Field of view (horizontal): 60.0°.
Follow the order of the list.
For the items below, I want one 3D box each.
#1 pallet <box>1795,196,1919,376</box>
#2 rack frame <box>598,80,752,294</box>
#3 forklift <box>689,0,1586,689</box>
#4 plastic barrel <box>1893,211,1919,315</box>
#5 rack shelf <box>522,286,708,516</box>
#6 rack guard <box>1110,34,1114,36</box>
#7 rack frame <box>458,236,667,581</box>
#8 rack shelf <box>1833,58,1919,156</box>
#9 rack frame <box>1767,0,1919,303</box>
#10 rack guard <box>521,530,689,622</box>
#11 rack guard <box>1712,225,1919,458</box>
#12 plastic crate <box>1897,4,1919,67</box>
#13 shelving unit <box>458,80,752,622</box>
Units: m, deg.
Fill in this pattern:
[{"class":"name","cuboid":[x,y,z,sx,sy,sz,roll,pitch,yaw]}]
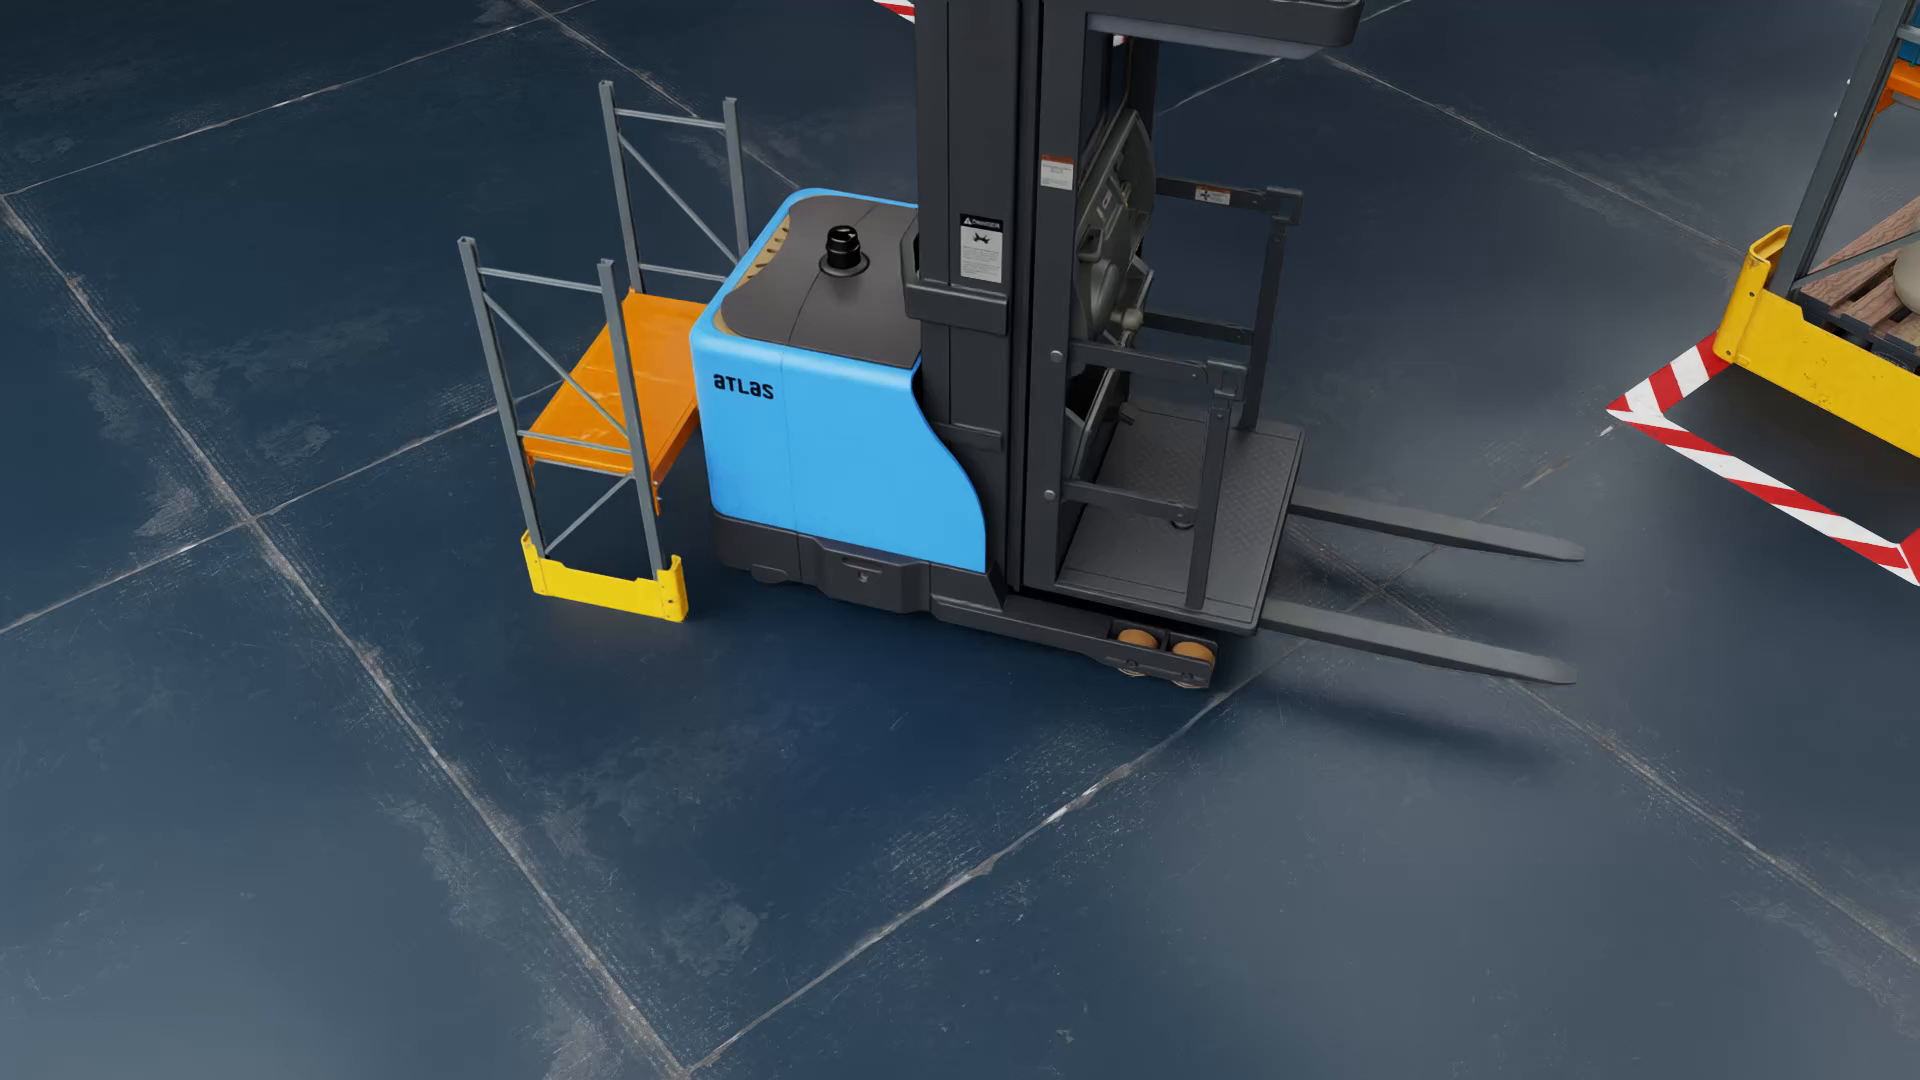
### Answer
[{"class":"pallet","cuboid":[4.324,-1.013,7.174,1.213,0.211,1.003,-30,51,-28]},{"class":"rack frame","cuboid":[-1.001,-0.990,6.208,0.500,1.500,0.032,11,44,11]},{"class":"forklift","cuboid":[0.671,-0.968,5.140,3.031,2.935,1.130,12,45,13]},{"class":"plastic barrel","cuboid":[4.125,-1.193,6.839,0.421,0.512,0.421,0,43,0]},{"class":"rack shelf","cuboid":[-1.136,-0.523,5.974,0.538,0.185,1.000,11,44,11]},{"class":"rack guard","cuboid":[0.476,-3.298,9.397,0.348,0.500,1.175,-30,51,-28]},{"class":"rack frame","cuboid":[-1.271,-0.319,5.493,0.500,1.500,0.032,11,44,11]},{"class":"rack shelf","cuboid":[5.203,-2.233,6.963,4.000,0.370,1.077,-30,51,-28]},{"class":"rack frame","cuboid":[3.669,-1.617,5.781,0.127,3.000,1.000,-30,51,-28]},{"class":"rack guard","cuboid":[-1.265,0.124,5.935,0.587,0.250,0.087,11,44,11]},{"class":"rack guard","cuboid":[3.697,-0.764,6.698,0.348,0.500,1.175,-30,51,-28]},{"class":"plastic crate","cuboid":[3.861,-1.940,6.233,0.616,0.251,0.499,-30,51,-28]},{"class":"shelving unit","cuboid":[-1.134,-0.661,5.857,0.587,1.500,1.083,11,44,11]}]
